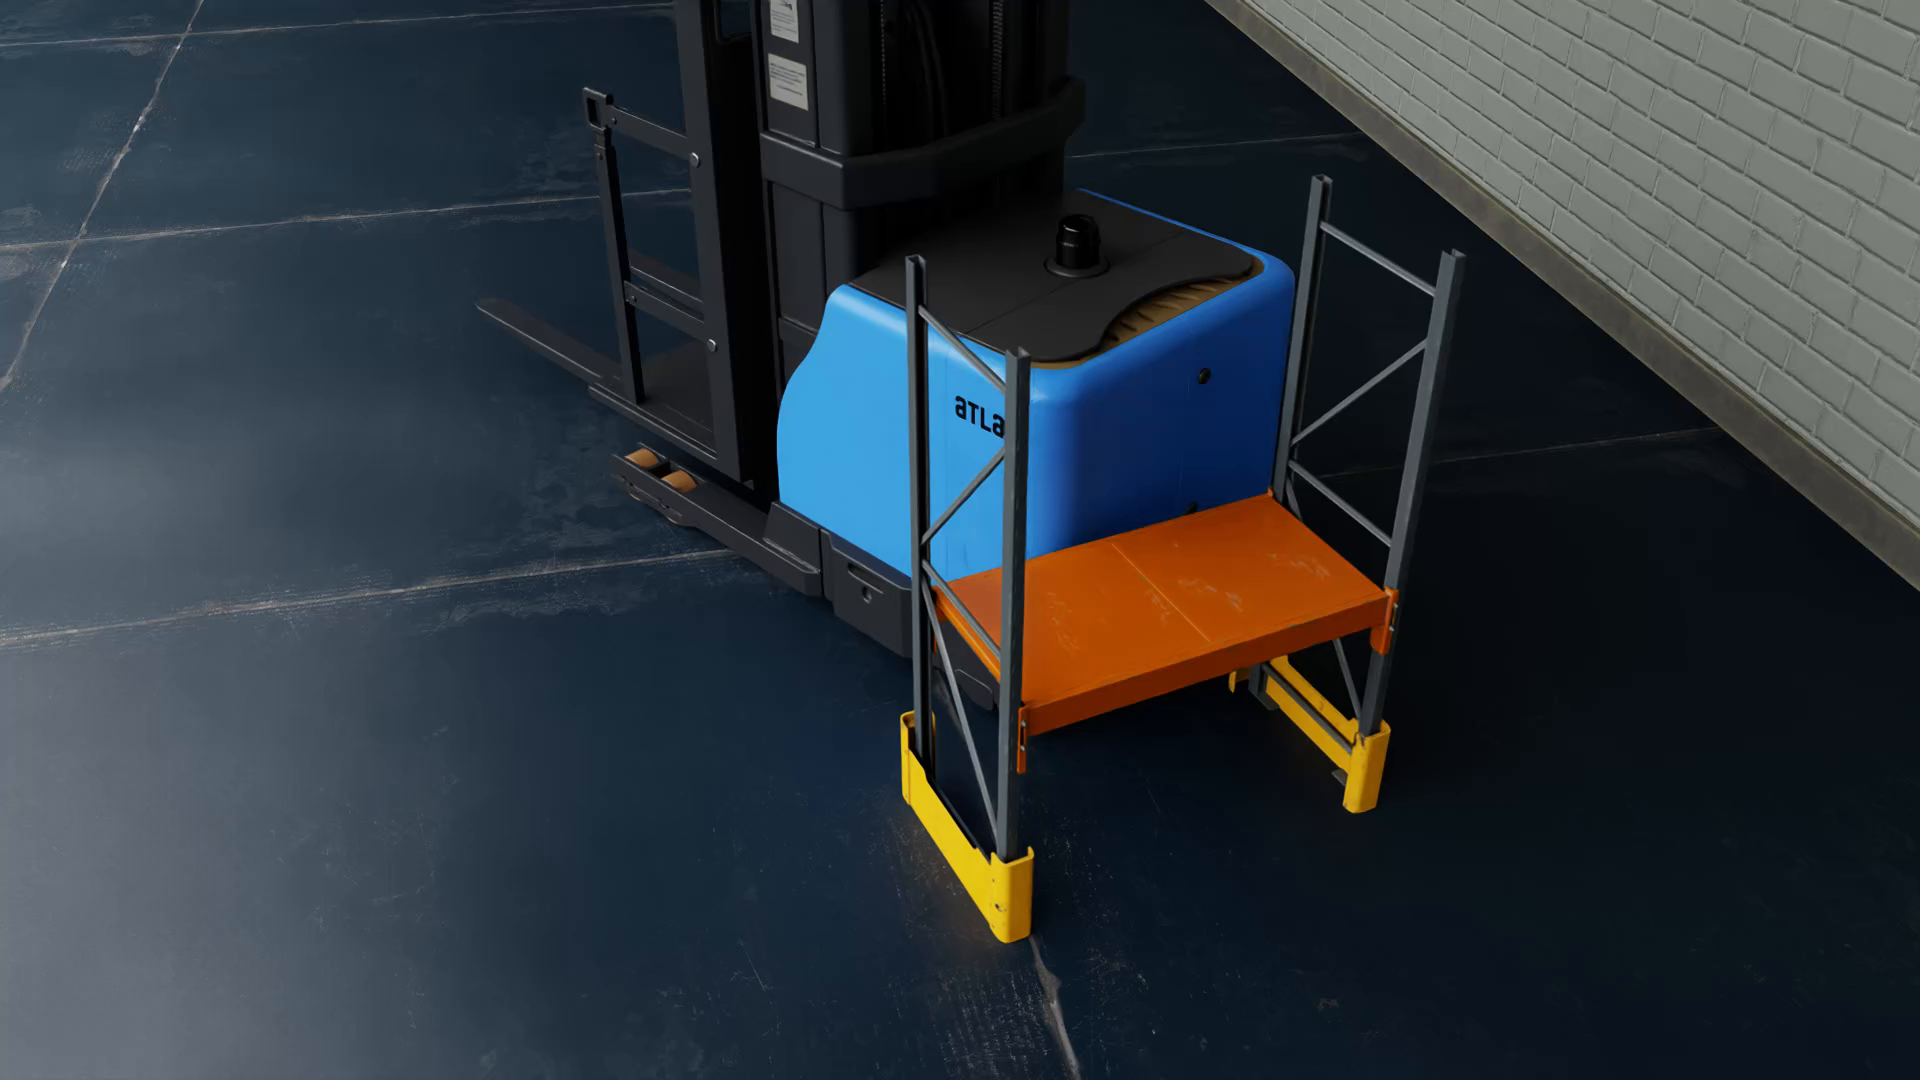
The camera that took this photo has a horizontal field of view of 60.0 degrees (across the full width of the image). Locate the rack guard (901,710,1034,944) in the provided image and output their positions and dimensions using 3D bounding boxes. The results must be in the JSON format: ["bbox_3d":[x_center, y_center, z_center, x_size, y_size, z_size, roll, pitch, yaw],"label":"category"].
[{"bbox_3d":[0.009,0.678,4.014,0.087,0.250,0.587,-15,37,-21],"label":"rack guard"}]

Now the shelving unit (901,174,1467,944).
[{"bbox_3d":[0.458,0.039,3.845,1.083,1.500,0.587,-15,37,-21],"label":"shelving unit"}]

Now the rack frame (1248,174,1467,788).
[{"bbox_3d":[0.924,-0.086,4.031,0.032,1.500,0.500,-15,37,-21],"label":"rack frame"}]

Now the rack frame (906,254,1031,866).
[{"bbox_3d":[0.009,0.160,3.664,0.032,1.500,0.500,-15,37,-21],"label":"rack frame"}]

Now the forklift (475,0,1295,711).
[{"bbox_3d":[-15.609,-2.350,6.122,26.805,2.935,20.096,29,43,36],"label":"forklift"}]

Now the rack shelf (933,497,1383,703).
[{"bbox_3d":[0.466,0.131,3.911,0.952,0.026,0.459,-15,37,-21],"label":"rack shelf"}]

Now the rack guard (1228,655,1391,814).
[{"bbox_3d":[0.906,0.437,4.373,0.087,0.250,0.587,-15,37,-21],"label":"rack guard"}]
